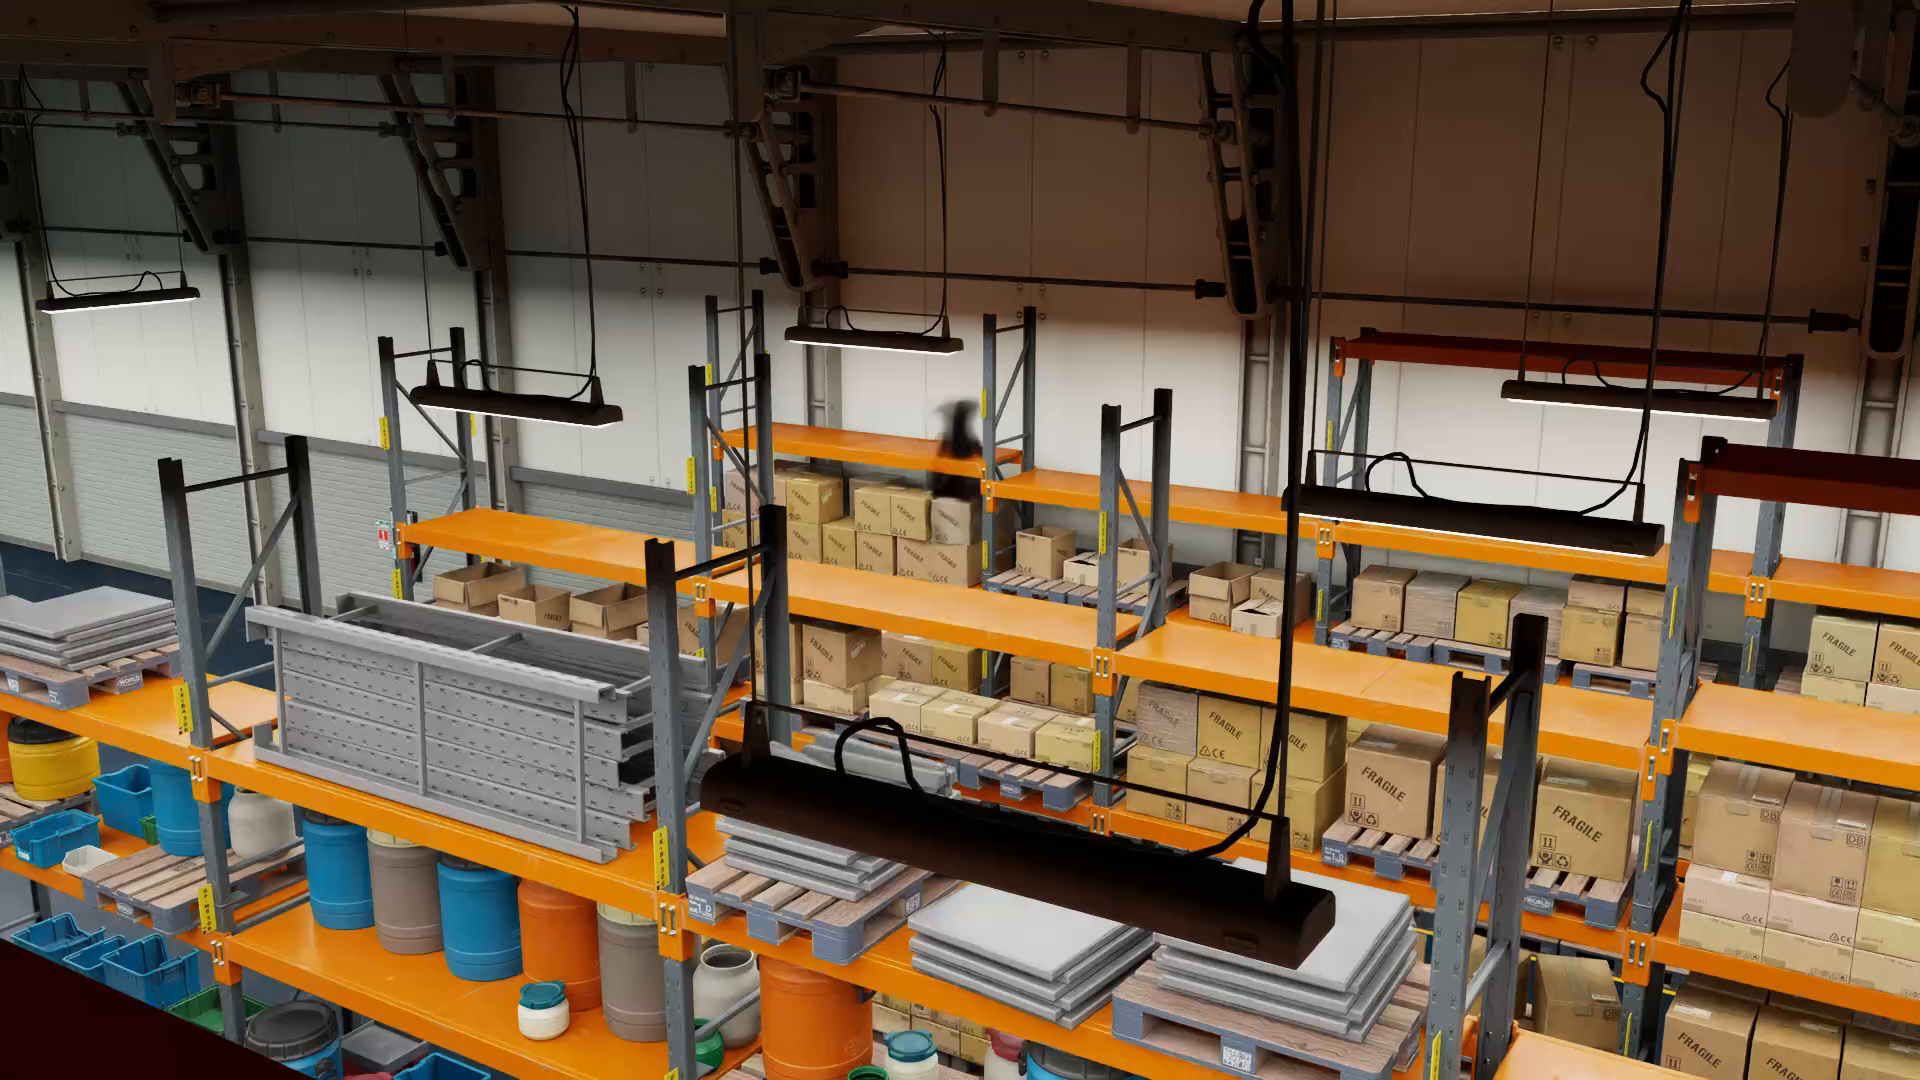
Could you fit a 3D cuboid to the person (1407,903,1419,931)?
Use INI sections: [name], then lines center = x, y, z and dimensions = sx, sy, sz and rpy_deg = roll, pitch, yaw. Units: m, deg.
[person]
center = 3.886, 3.626, 15.180
dimensions = 0.722, 1.702, 0.596
rpy_deg = 8, 16, 29
